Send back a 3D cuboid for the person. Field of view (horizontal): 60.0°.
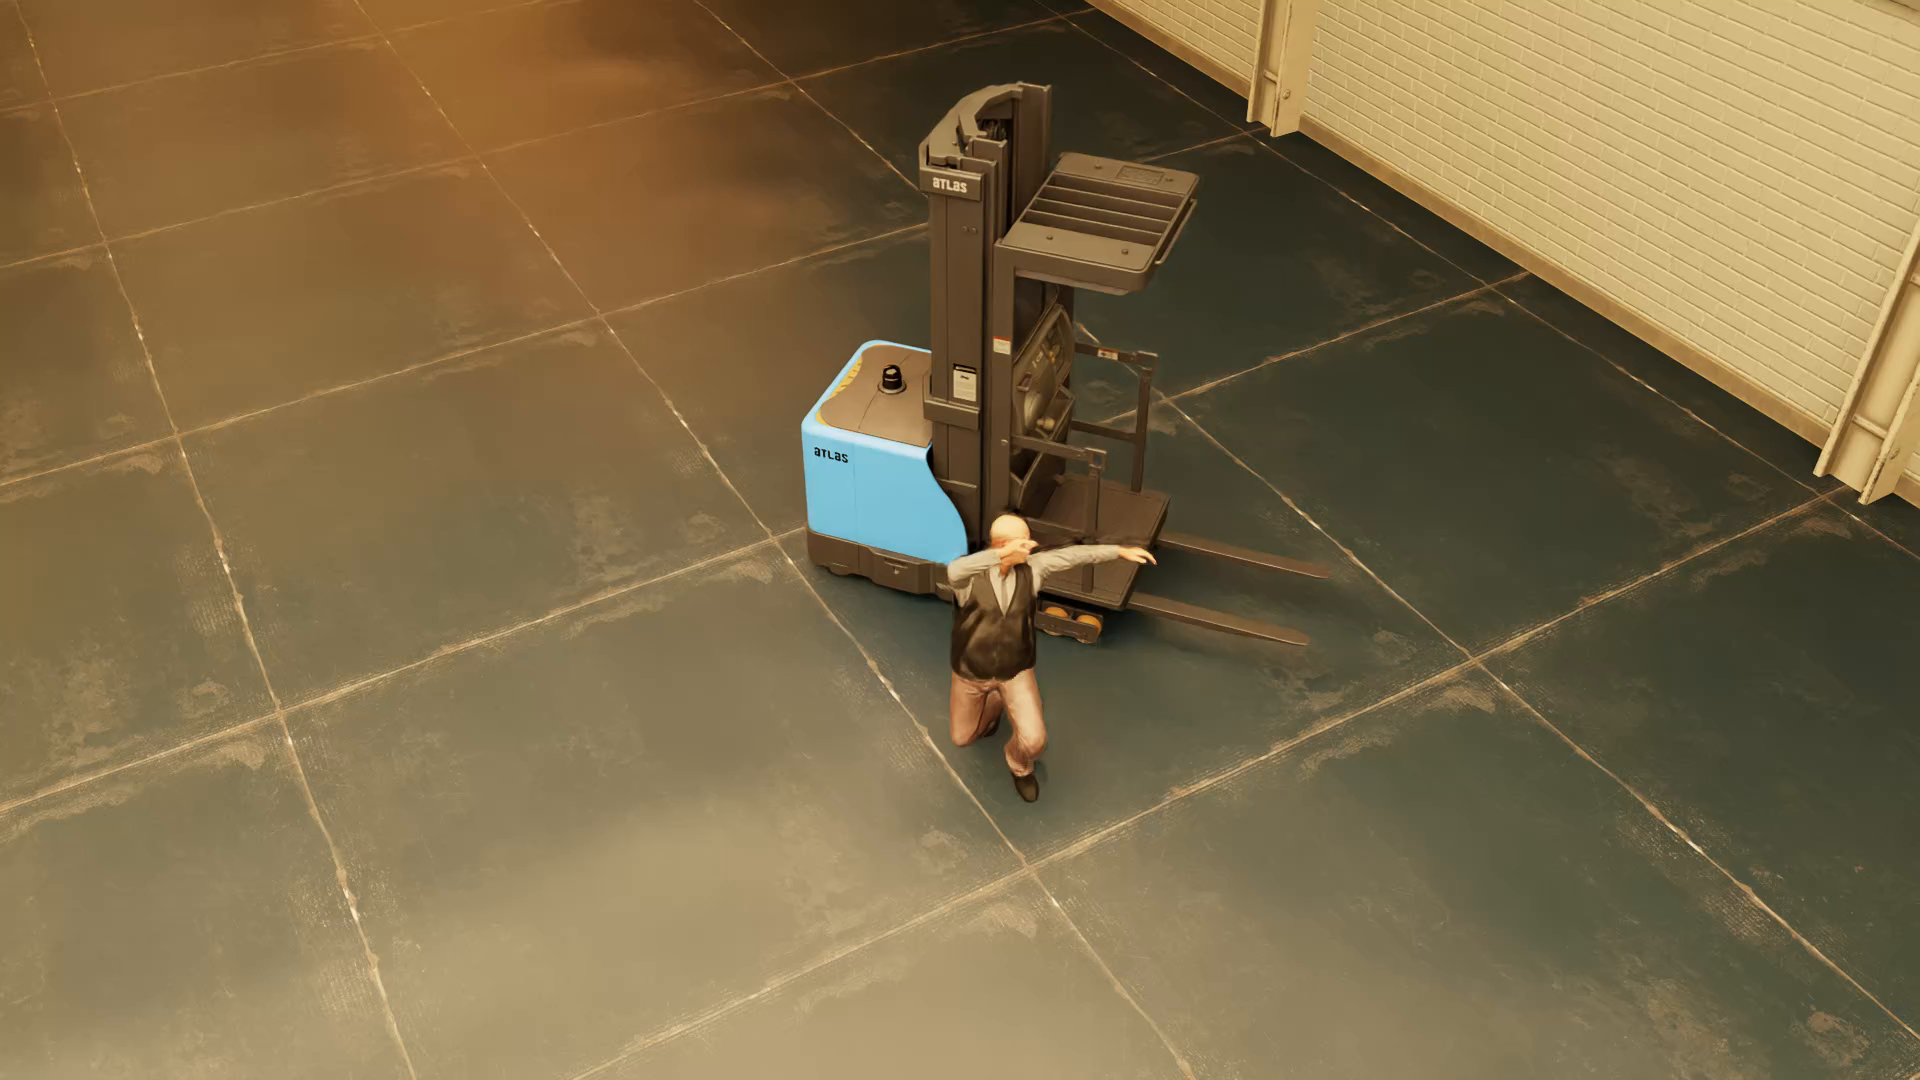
[{"bbox_3d":[0.469,0.604,8.437,1.064,1.540,0.872,-1,40,-1],"label":"person"}]

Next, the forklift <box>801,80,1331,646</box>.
[{"bbox_3d":[0.648,-0.916,9.141,3.031,2.935,1.130,14,42,16],"label":"forklift"}]
